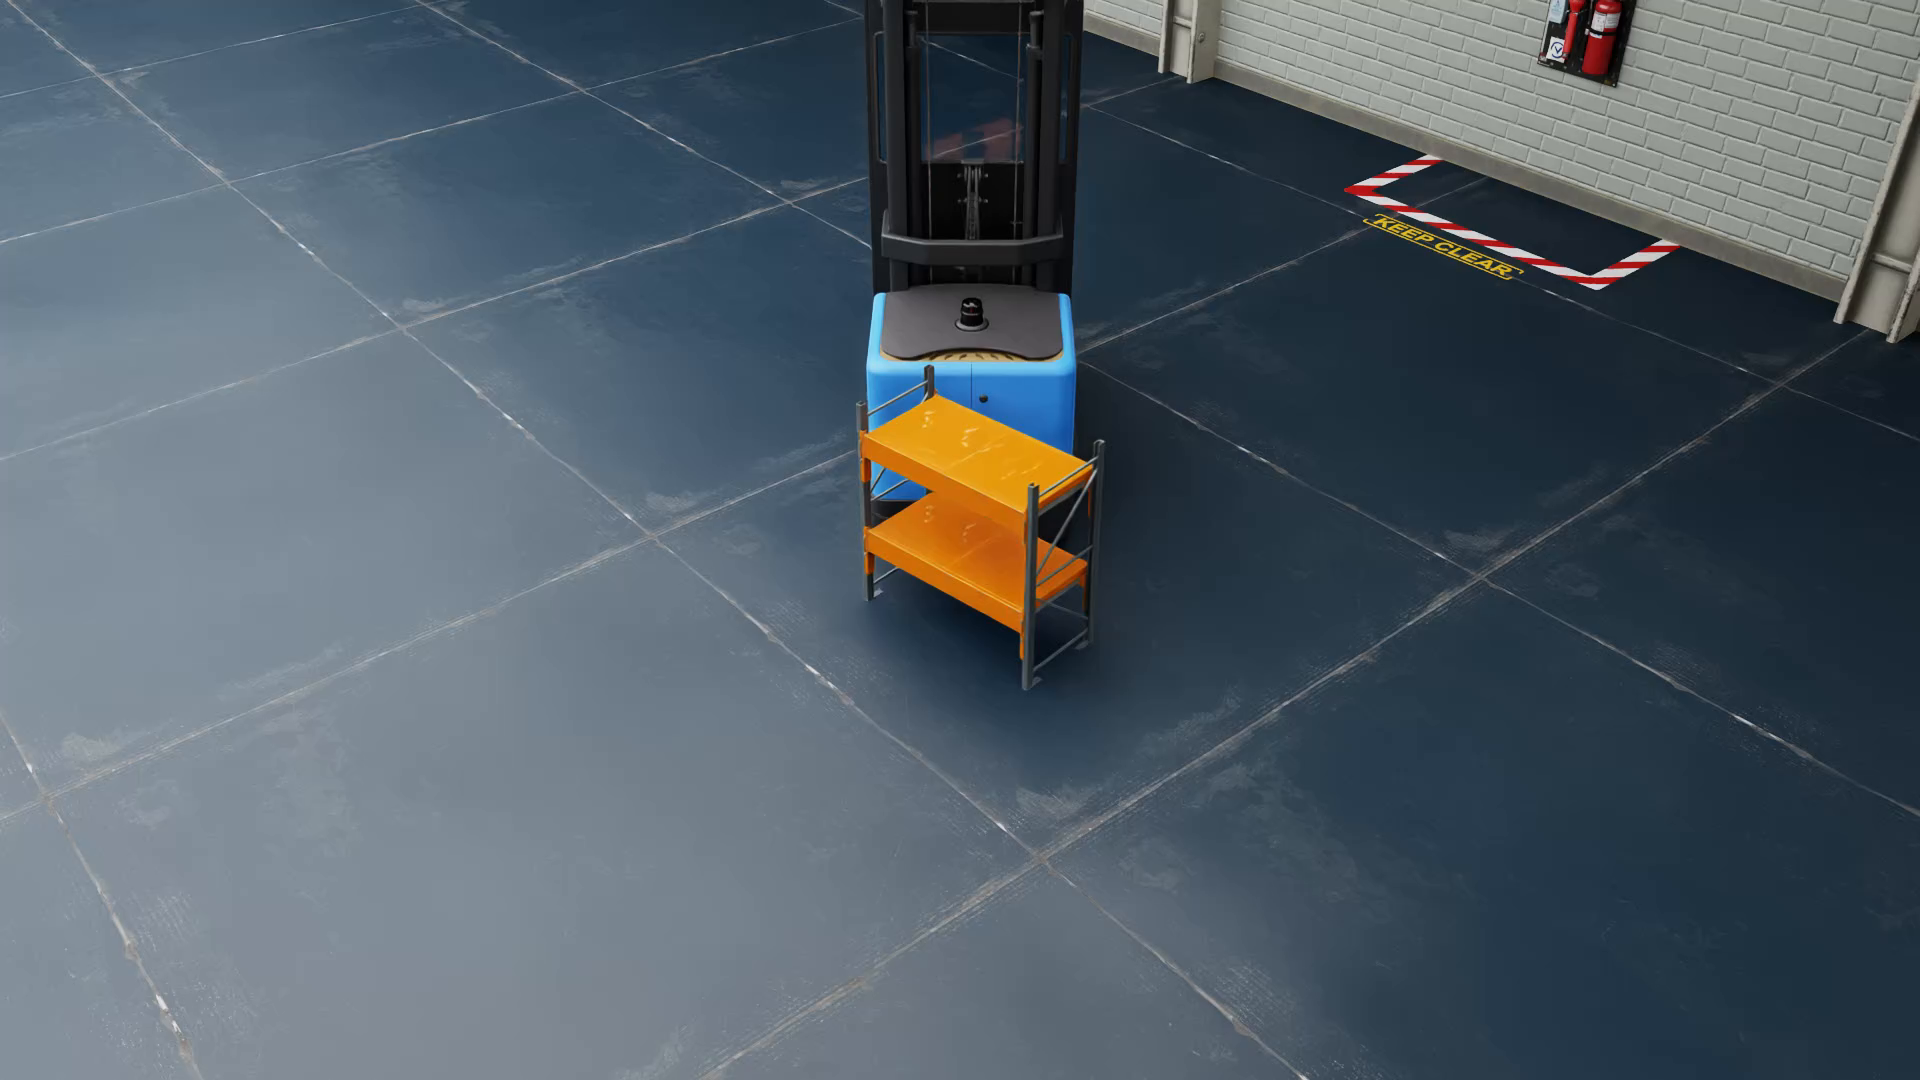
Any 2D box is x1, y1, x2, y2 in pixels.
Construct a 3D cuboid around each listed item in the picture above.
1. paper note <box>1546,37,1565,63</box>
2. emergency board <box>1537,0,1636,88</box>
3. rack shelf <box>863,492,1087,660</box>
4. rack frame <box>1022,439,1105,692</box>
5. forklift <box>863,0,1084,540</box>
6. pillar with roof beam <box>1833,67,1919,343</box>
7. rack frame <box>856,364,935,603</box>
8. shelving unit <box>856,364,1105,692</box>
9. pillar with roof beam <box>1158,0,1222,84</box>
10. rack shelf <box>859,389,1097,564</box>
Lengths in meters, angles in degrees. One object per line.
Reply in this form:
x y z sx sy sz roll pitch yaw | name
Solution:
4.197 -3.444 11.681 0.016 0.148 0.142 -26 43 -32 | paper note
4.259 -3.699 11.279 0.194 1.169 0.643 -26 43 -32 | emergency board
0.082 0.131 7.916 1.000 0.278 0.538 27 43 33 | rack shelf
0.462 0.126 7.500 0.032 1.125 0.500 27 43 33 | rack frame
0.069 -2.013 8.957 1.130 2.935 3.031 0 35 0 | forklift
2.536 -3.437 5.718 9.100 9.000 0.400 -26 43 -32 | pillar with roof beam
-0.298 -0.264 8.050 0.032 1.125 0.500 27 43 33 | rack frame
0.082 -0.069 7.775 1.048 1.125 0.538 27 43 33 | shelving unit
-1.336 -6.086 9.458 9.100 9.000 0.400 -26 43 -32 | pillar with roof beam
0.082 -0.308 7.606 1.000 0.278 0.538 27 43 33 | rack shelf
